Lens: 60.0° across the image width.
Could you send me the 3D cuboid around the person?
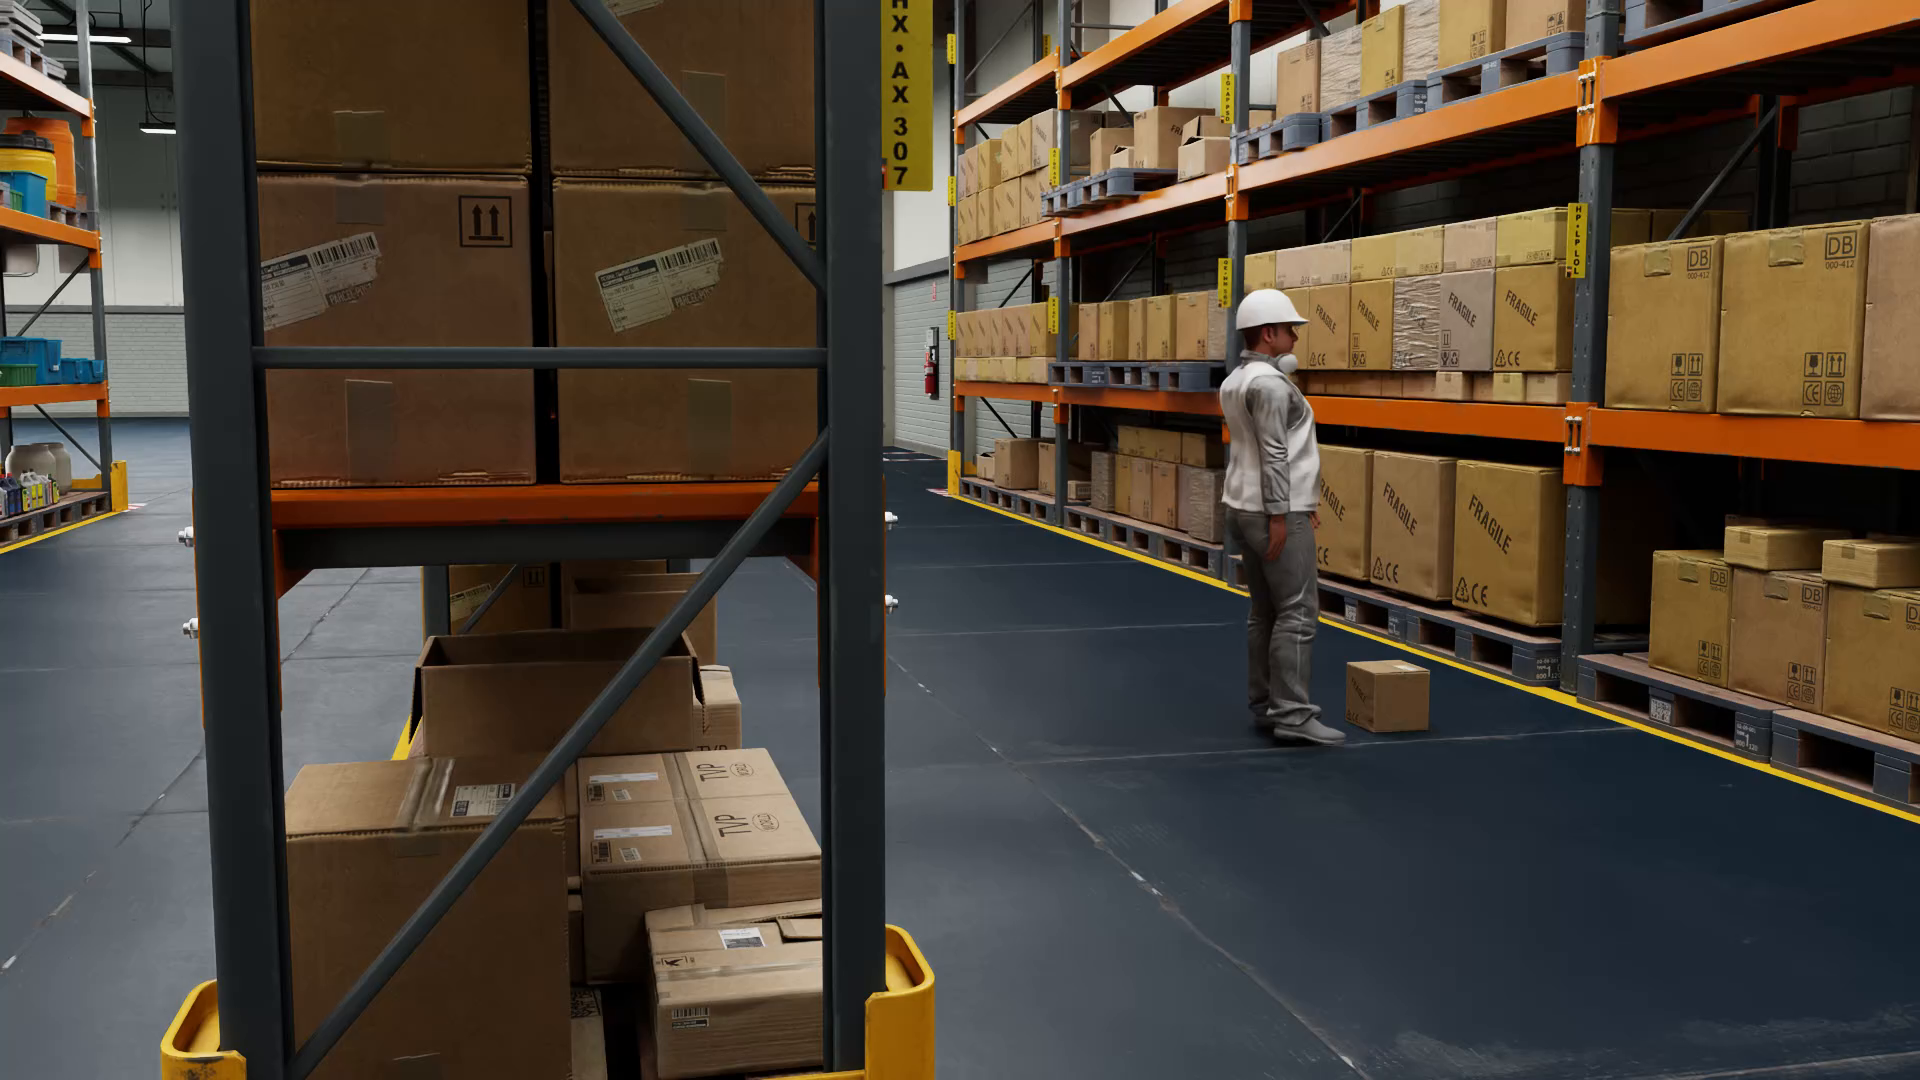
[{"bbox_3d":[1.299,-0.099,6.680,0.476,1.799,0.556,-1,6,-9],"label":"person"}]
